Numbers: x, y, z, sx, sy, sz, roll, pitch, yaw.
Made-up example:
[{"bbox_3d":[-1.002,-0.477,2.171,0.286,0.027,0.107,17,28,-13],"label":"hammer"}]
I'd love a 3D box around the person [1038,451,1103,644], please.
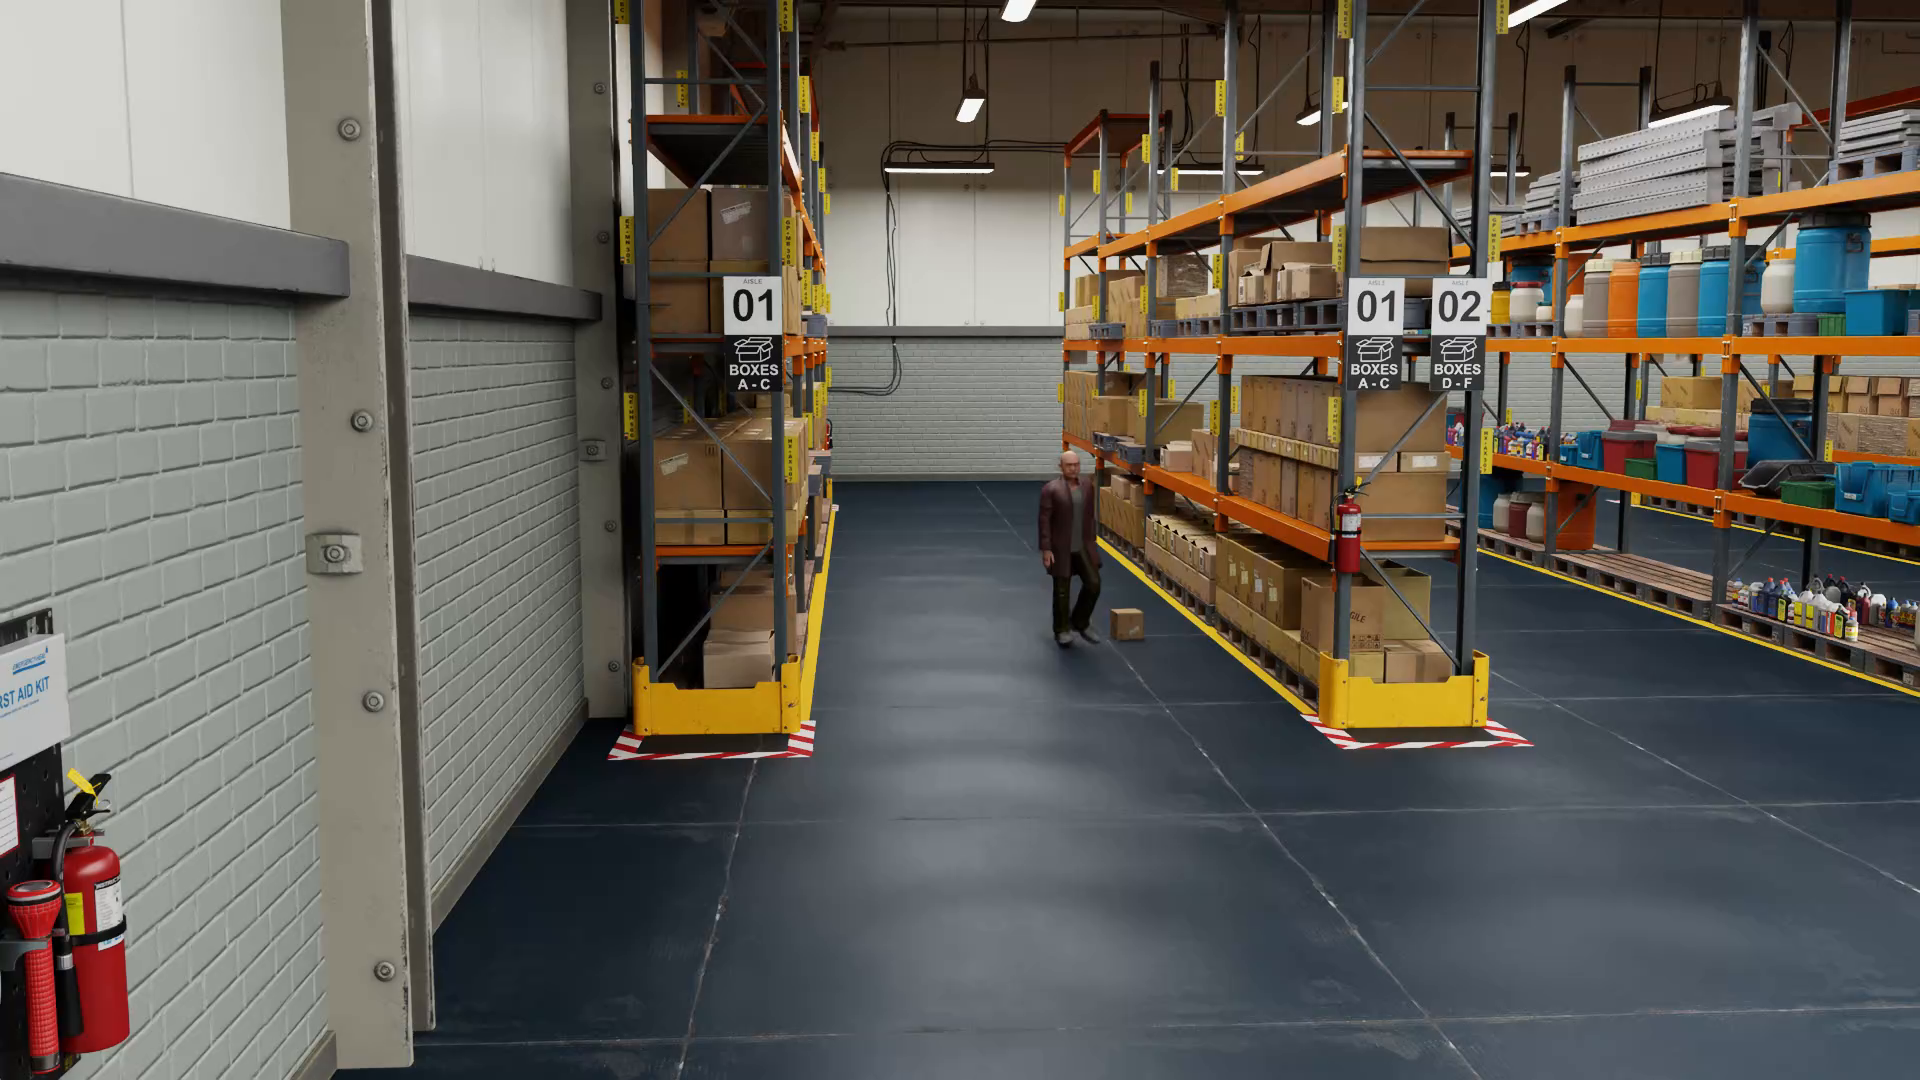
[{"bbox_3d":[0.983,0.071,15.017,0.618,1.763,0.556,-2,7,-18],"label":"person"}]
